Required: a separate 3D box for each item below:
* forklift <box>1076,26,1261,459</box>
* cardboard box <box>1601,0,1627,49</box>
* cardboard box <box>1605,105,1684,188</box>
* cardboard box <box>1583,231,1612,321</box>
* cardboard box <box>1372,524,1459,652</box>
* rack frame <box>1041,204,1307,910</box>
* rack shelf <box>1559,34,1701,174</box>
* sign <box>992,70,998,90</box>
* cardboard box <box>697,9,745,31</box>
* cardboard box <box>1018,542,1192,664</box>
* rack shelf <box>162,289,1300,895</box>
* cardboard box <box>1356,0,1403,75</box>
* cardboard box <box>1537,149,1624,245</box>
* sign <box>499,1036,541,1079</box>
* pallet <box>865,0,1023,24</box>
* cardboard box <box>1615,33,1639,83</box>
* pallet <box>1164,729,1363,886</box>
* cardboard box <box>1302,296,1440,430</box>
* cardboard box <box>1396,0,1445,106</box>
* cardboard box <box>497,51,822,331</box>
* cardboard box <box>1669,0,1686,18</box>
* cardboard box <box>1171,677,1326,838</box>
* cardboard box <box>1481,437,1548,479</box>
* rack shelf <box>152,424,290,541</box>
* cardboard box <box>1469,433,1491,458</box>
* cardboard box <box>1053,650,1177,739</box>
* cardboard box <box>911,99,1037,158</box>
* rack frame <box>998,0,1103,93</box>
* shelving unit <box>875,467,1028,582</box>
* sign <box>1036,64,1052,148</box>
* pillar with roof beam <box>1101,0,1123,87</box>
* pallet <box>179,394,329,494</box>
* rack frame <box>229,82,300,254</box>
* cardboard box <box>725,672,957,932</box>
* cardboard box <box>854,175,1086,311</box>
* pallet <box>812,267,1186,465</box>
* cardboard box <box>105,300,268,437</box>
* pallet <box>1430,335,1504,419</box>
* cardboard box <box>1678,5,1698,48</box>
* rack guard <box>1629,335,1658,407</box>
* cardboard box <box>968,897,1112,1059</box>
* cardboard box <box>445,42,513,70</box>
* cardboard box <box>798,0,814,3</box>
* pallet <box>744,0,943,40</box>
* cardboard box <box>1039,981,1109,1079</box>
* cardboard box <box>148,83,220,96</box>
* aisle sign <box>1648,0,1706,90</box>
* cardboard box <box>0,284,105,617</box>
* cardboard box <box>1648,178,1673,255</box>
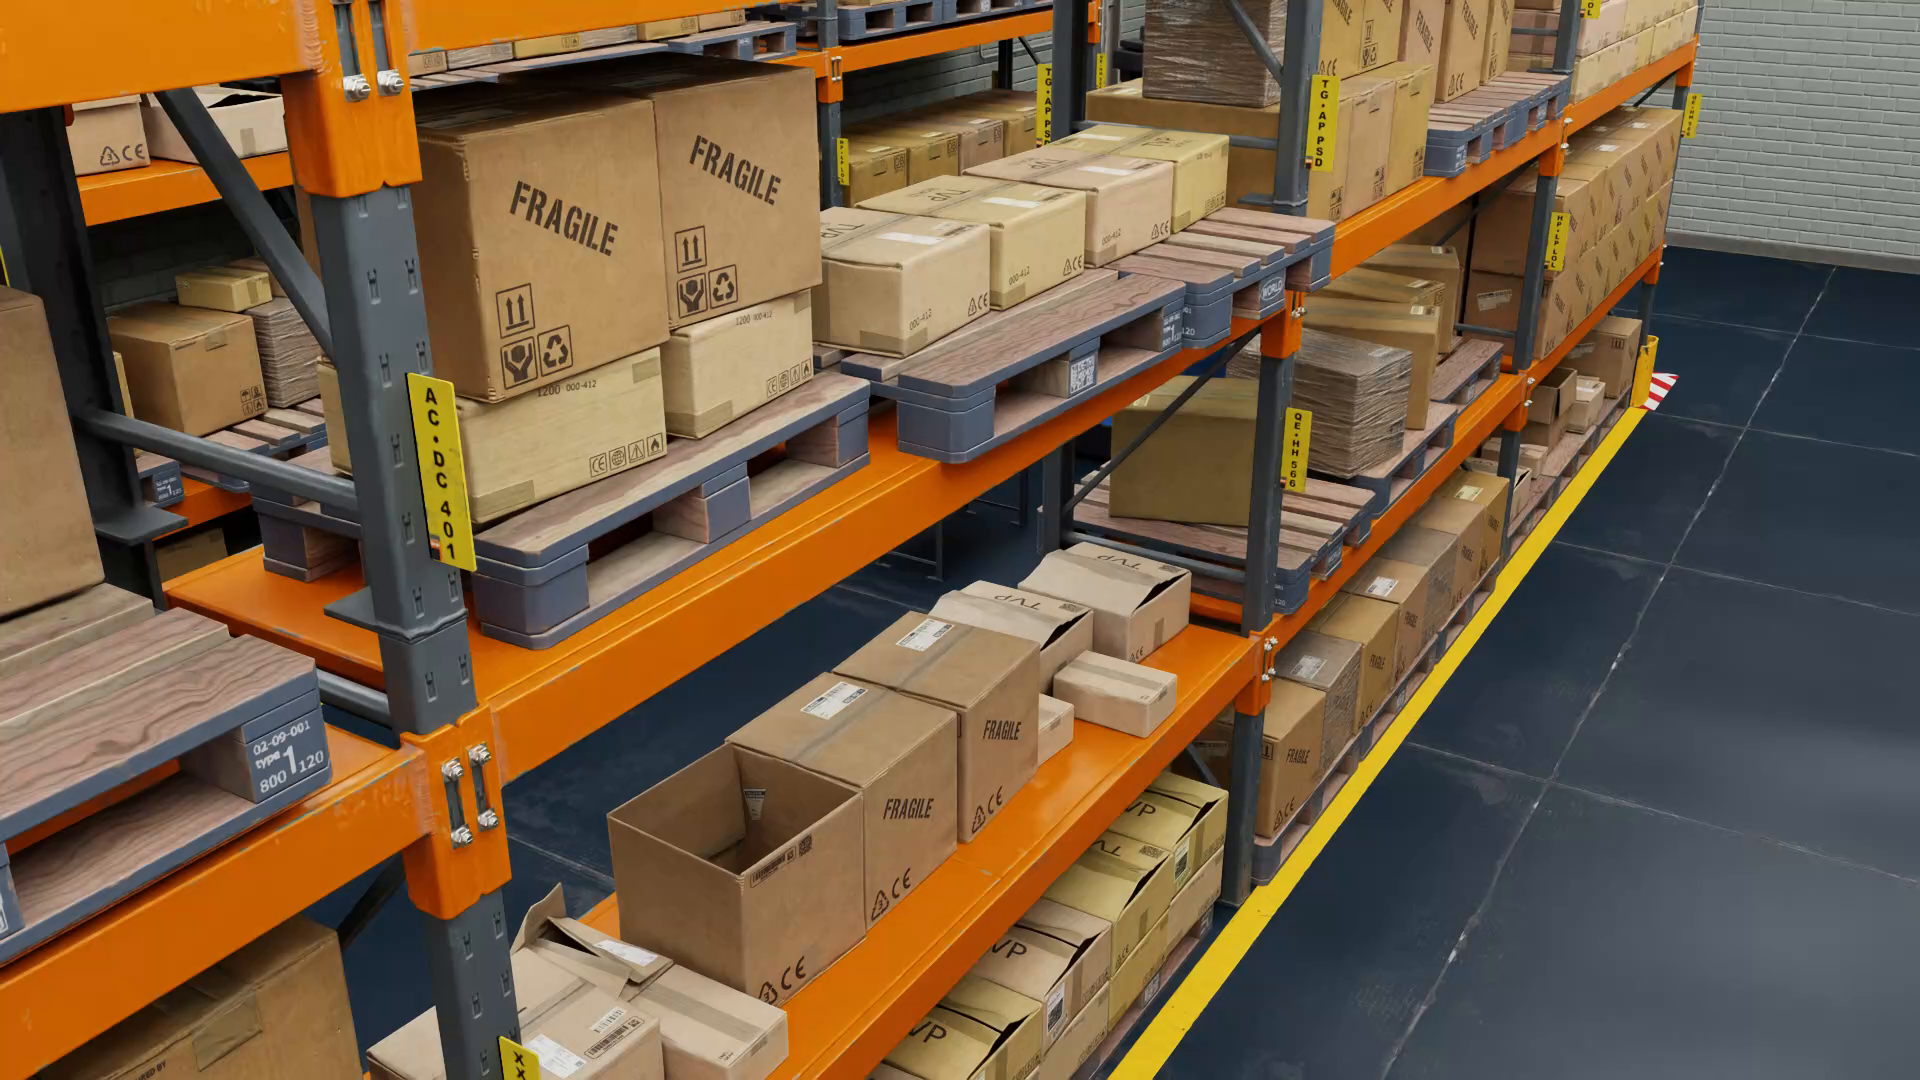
[{"bbox_3d":[1.875,-2.372,12.539,1.130,2.935,3.031,16,28,32],"label":"forklift"},{"bbox_3d":[3.638,-3.091,9.899,0.500,0.250,0.500,14,27,29],"label":"cardboard box"},{"bbox_3d":[5.017,-2.920,12.335,0.500,0.500,0.500,14,27,29],"label":"cardboard box"},{"bbox_3d":[3.942,-1.776,10.950,0.500,0.500,0.500,14,27,29],"label":"cardboard box"},{"bbox_3d":[2.359,0.233,9.029,0.500,0.500,0.500,14,27,30],"label":"cardboard box"},{"bbox_3d":[0.799,0.077,6.796,1.000,3.000,0.127,14,27,29],"label":"rack frame"},{"bbox_3d":[3.964,-2.994,11.021,1.077,0.370,4.000,14,27,29],"label":"rack shelf"},{"bbox_3d":[0.340,-4.212,15.514,0.100,0.325,0.005,14,27,29],"label":"sign"},{"bbox_3d":[-1.859,-3.660,10.974,0.700,0.500,0.500,12,26,26],"label":"cardboard box"},{"bbox_3d":[0.570,0.232,6.552,0.500,0.311,0.500,16,28,32],"label":"cardboard box"},{"bbox_3d":[-0.256,-0.294,4.784,1.077,0.370,4.000,14,27,29],"label":"rack shelf"},{"bbox_3d":[1.572,-2.294,7.114,0.500,0.500,0.500,14,27,29],"label":"cardboard box"},{"bbox_3d":[3.939,-2.225,10.731,0.500,0.500,0.500,13,27,27],"label":"cardboard box"},{"bbox_3d":[-0.839,1.109,3.223,0.100,0.325,0.005,14,27,29],"label":"sign"},{"bbox_3d":[-0.217,-4.330,13.312,1.003,0.211,1.213,14,27,29],"label":"pallet"},{"bbox_3d":[3.907,-3.029,10.385,0.500,0.250,0.500,14,27,29],"label":"cardboard box"},{"bbox_3d":[1.225,1.113,7.914,1.003,0.211,1.213,14,27,29],"label":"pallet"},{"bbox_3d":[2.029,-0.902,8.404,0.700,0.500,0.500,7,24,16],"label":"cardboard box"},{"bbox_3d":[1.879,-2.329,7.798,0.600,0.600,0.600,13,26,27],"label":"cardboard box"},{"bbox_3d":[-0.672,-0.814,3.796,0.500,0.500,0.500,17,29,34],"label":"cardboard box"},{"bbox_3d":[4.701,-3.765,11.454,0.500,0.250,0.500,14,27,29],"label":"cardboard box"},{"bbox_3d":[1.281,0.928,7.422,0.500,0.500,0.500,15,28,31],"label":"cardboard box"},{"bbox_3d":[3.762,-0.565,11.292,0.380,0.166,0.250,14,27,29],"label":"cardboard box"},{"bbox_3d":[-4.467,0.045,7.775,1.077,0.370,4.000,14,27,29],"label":"rack shelf"},{"bbox_3d":[3.364,-0.746,11.528,0.500,0.311,0.500,14,27,29],"label":"cardboard box"},{"bbox_3d":[0.559,0.554,6.011,0.380,0.149,0.250,14,27,29],"label":"cardboard box"},{"bbox_3d":[0.173,-3.375,14.394,0.980,0.700,0.700,14,27,29],"label":"cardboard box"},{"bbox_3d":[0.808,-3.660,15.429,1.000,3.000,0.127,14,27,29],"label":"rack frame"},{"bbox_3d":[-0.045,-0.659,10.386,0.538,1.500,1.048,14,27,29],"label":"shelving unit"},{"bbox_3d":[0.339,-1.651,6.362,0.100,0.325,0.005,14,27,29],"label":"sign"},{"bbox_3d":[5.155,-6.603,14.677,9.100,9.000,0.400,14,27,29],"label":"pillar with roof beam"},{"bbox_3d":[-3.697,-0.609,8.622,1.213,0.211,1.003,14,27,29],"label":"pallet"},{"bbox_3d":[-3.412,-0.960,9.191,1.000,3.000,0.127,14,27,29],"label":"rack frame"},{"bbox_3d":[-0.350,0.779,5.050,0.500,0.500,0.500,14,27,29],"label":"cardboard box"},{"bbox_3d":[0.035,-0.887,4.908,0.500,0.250,0.500,13,27,28],"label":"cardboard box"},{"bbox_3d":[-0.071,-0.587,4.792,1.003,0.211,1.213,15,28,31],"label":"pallet"},{"bbox_3d":[-3.923,-0.853,8.264,0.700,0.500,0.500,11,26,24],"label":"cardboard box"},{"bbox_3d":[2.394,-0.938,9.383,1.003,0.211,1.213,14,27,29],"label":"pallet"},{"bbox_3d":[4.971,-3.702,11.939,0.500,0.250,0.500,14,27,29],"label":"cardboard box"},{"bbox_3d":[4.978,-1.450,13.471,1.175,0.500,0.348,14,27,29],"label":"rack guard"},{"bbox_3d":[0.194,1.464,5.820,0.500,0.311,0.500,14,27,29],"label":"cardboard box"},{"bbox_3d":[-2.970,-2.950,9.333,0.700,0.500,0.500,12,26,26],"label":"cardboard box"},{"bbox_3d":[-1.140,-4.136,12.288,0.500,0.250,0.500,14,27,29],"label":"cardboard box"},{"bbox_3d":[-0.861,-3.920,12.365,1.003,0.211,1.213,14,27,29],"label":"pallet"},{"bbox_3d":[0.192,1.719,5.937,0.500,0.250,0.500,15,27,30],"label":"cardboard box"},{"bbox_3d":[-3.987,-2.197,8.122,0.500,0.500,0.500,14,27,29],"label":"cardboard box"},{"bbox_3d":[5.315,-3.775,12.422,0.394,0.787,0.004,14,27,29],"label":"aisle sign"},{"bbox_3d":[-1.801,-0.138,2.686,0.500,0.500,0.500,16,28,33],"label":"cardboard box"},{"bbox_3d":[5.013,-2.461,12.533,0.500,0.500,0.500,15,27,31],"label":"cardboard box"}]
